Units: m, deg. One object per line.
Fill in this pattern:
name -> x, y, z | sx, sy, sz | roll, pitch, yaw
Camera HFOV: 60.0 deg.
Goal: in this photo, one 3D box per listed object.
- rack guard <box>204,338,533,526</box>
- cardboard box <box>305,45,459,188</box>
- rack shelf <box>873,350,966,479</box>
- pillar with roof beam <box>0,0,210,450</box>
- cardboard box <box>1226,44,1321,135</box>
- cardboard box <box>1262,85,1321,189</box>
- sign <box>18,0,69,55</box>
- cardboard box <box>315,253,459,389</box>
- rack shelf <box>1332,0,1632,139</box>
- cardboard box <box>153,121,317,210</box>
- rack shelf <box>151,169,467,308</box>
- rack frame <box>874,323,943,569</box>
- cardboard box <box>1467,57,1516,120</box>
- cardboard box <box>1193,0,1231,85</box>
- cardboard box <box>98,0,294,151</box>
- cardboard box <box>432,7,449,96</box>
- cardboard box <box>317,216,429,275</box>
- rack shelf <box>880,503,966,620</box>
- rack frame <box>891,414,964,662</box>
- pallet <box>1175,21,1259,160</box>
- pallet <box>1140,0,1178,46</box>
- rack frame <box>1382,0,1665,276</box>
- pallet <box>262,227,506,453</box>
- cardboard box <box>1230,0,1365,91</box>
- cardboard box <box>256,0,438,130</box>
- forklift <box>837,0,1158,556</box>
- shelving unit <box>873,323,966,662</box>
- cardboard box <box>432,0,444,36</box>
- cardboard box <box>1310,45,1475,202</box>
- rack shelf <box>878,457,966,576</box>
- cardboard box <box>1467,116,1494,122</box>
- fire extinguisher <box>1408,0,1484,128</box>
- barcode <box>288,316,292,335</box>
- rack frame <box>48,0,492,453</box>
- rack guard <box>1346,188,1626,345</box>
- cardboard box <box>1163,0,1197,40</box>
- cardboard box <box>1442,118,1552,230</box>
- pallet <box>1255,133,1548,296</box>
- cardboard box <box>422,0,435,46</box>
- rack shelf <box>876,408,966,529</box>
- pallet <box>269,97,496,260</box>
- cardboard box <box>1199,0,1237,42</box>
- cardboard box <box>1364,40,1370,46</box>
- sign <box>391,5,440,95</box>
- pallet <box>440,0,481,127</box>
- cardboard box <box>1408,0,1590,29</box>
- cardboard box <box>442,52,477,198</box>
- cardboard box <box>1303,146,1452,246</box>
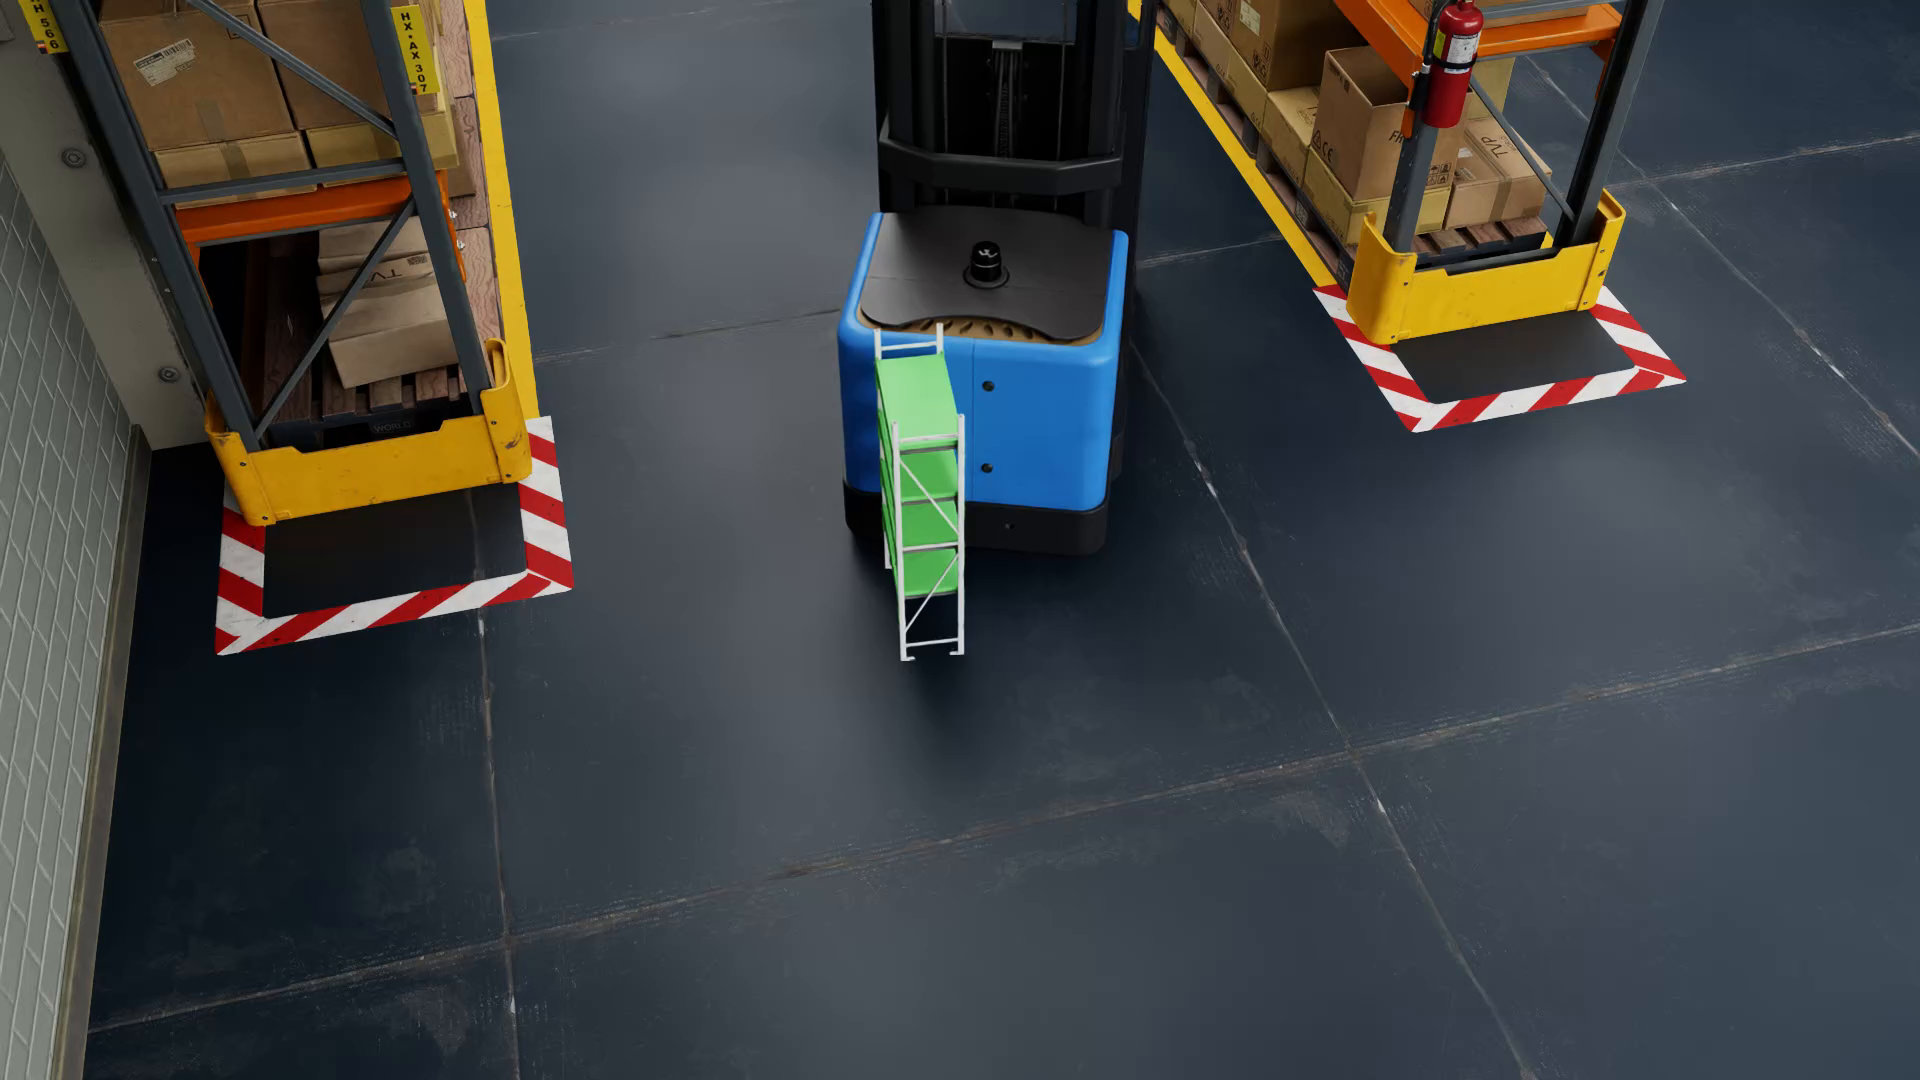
rack guard -> -2.405, -0.446, 6.837 | 1.175, 0.500, 0.348 | -11, 47, -10
cardboard box -> -2.204, -1.618, 6.326 | 0.500, 0.250, 0.500 | -12, 47, -11
rack shelf -> -0.143, -0.440, 5.759 | 0.258, 0.148, 0.480 | -6, 46, -6
pillar with roof beam -> 0.760, -4.480, 4.840 | 9.100, 9.000, 0.400 | -11, 47, -10
cardboard box -> 1.709, -2.365, 8.599 | 0.500, 0.250, 0.500 | -11, 47, -10
cardboard box -> 1.839, -2.020, 8.261 | 0.500, 0.250, 0.500 | -11, 47, -10
sign -> -2.928, -1.696, 5.280 | 0.100, 0.325, 0.005 | -11, 47, -10
cardboard box -> -2.476, -0.975, 7.180 | 0.500, 0.311, 0.500 | -16, 48, -15
rack shelf -> 1.890, -3.306, 8.393 | 1.077, 0.370, 4.000 | -11, 47, -10
cardboard box -> -2.693, -1.510, 6.221 | 0.500, 0.250, 0.500 | -10, 46, -10
rack shelf -> -2.898, -2.397, 7.503 | 1.077, 0.370, 4.000 | -11, 47, -10
rack frame -> -0.180, -0.321, 6.225 | 0.240, 1.200, 0.015 | -6, 46, -6
cardboard box -> 2.350, -2.379, 8.088 | 0.500, 0.500, 0.500 | -11, 47, -10
cardboard box -> 1.583, -2.711, 8.938 | 0.500, 0.250, 0.500 | -11, 47, -10
cardboard box -> -2.712, -1.772, 5.952 | 0.500, 0.500, 0.500 | -11, 47, -11
cardboard box -> -2.351, -1.974, 6.675 | 0.500, 0.250, 0.500 | -12, 47, -12
cardboard box -> -2.622, -1.369, 7.566 | 0.500, 0.311, 0.500 | -7, 46, -7
rack shelf -> -0.143, 0.064, 6.273 | 0.258, 0.148, 0.480 | -6, 46, -6
rack frame -> -0.105, 0.023, 5.887 | 0.240, 1.200, 0.015 | -6, 46, -6
pallet -> 1.857, -2.562, 9.112 | 1.003, 0.211, 1.213 | -11, 47, -10
pallet -> 1.541, -3.405, 9.940 | 1.003, 0.211, 1.213 | -11, 47, -10
rack frame -> 2.402, -2.177, 6.783 | 1.000, 3.000, 0.127 | -11, 47, -10
pallet -> -2.579, -0.912, 7.496 | 1.003, 0.211, 1.213 | -11, 47, -10
cardboard box -> 1.707, -2.627, 8.331 | 0.500, 0.500, 0.500 | -11, 47, -10
cardboard box -> -2.218, -1.870, 6.048 | 0.500, 0.500, 0.500 | -11, 47, -10
forklift -> 0.238, -2.022, 6.679 | 1.130, 2.935, 3.031 | 5, 46, 5
shelving unit -> -0.143, -0.149, 6.056 | 0.258, 1.200, 0.503 | -6, 46, -6
cardboard box -> -2.475, -2.326, 7.021 | 0.500, 0.250, 0.500 | -11, 47, -11
cardboard box -> 1.977, -1.939, 7.657 | 0.500, 0.500, 0.500 | -11, 47, -10
rack shelf -> -0.143, -0.104, 6.102 | 0.258, 0.148, 0.480 | -6, 46, -6
cardboard box -> 2.348, -2.117, 8.355 | 0.500, 0.250, 0.500 | -11, 47, -10
fire extinguisher -> 1.983, -1.983, 6.647 | 0.296, 0.674, 0.183 | -11, 47, -10
barcode -> -2.867, -0.918, 7.117 | 0.001, 0.075, 0.075 | -11, 47, -10
rack frame -> -2.386, -1.268, 5.893 | 1.000, 3.000, 0.127 | -11, 47, -10
rack guard -> 2.408, -1.285, 7.659 | 1.175, 0.500, 0.348 | -11, 47, -10
cardboard box -> 1.449, -3.055, 9.275 | 0.500, 0.250, 0.500 | -11, 47, -10
cardboard box -> 2.479, -1.772, 8.018 | 0.500, 0.250, 0.500 | -11, 47, -10
pallet -> 2.165, -1.721, 8.289 | 1.003, 0.211, 1.213 | -11, 47, -10
cardboard box -> -2.335, -2.213, 6.384 | 0.500, 0.500, 0.500 | -11, 47, -10
rack shelf -> -0.143, -0.272, 5.930 | 0.258, 0.148, 0.480 | -6, 46, -6
pallet -> -2.888, -1.753, 8.320 | 1.003, 0.211, 1.213 | -11, 47, -10
cardboard box -> 1.580, -2.973, 8.669 | 0.500, 0.500, 0.500 | -11, 47, -10
cardboard box -> 2.209, -2.722, 8.424 | 0.500, 0.500, 0.500 | -11, 47, -10
sign -> -1.862, -1.671, 5.681 | 0.100, 0.325, 0.005 | -11, 47, -10
pallet -> -3.204, -2.597, 9.147 | 1.003, 0.211, 1.213 | -11, 47, -10
cardboard box -> 2.294, -2.536, 7.065 | 0.700, 0.500, 0.500 | -11, 47, -10
cardboard box -> -2.762, -1.951, 8.004 | 0.700, 0.500, 0.500 | -13, 47, -13
cardboard box -> 1.979, -1.677, 7.925 | 0.500, 0.250, 0.500 | -11, 47, -10
